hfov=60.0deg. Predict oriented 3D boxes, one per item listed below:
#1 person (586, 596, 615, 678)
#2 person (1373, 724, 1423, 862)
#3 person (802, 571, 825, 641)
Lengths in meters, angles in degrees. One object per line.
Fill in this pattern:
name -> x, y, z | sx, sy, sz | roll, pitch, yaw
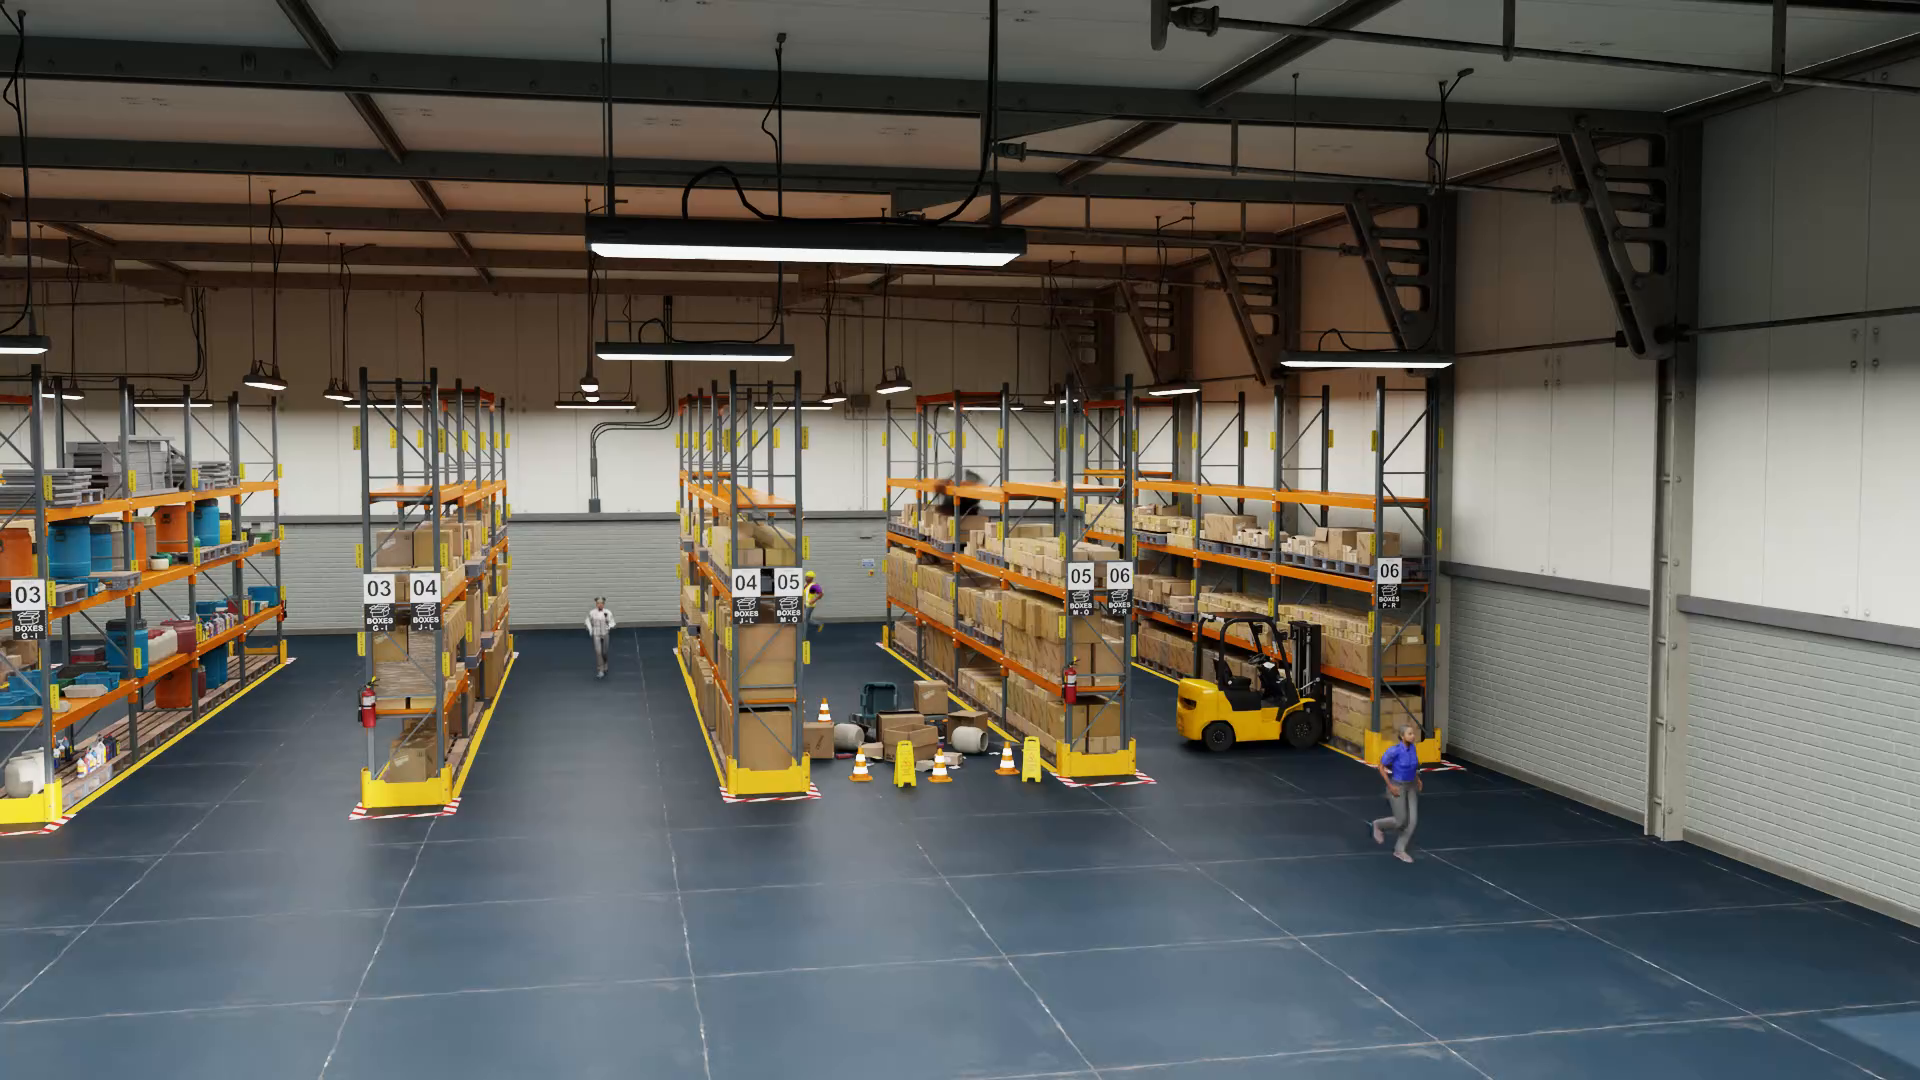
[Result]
person -> -7.683, 2.047, 35.545 | 0.620, 1.700, 0.753 | -1, 3, -13
person -> 5.300, 3.013, 20.010 | 0.596, 1.613, 0.549 | -2, 4, -33
person -> -3.758, 1.655, 41.629 | 0.881, 1.747, 0.701 | -2, 4, -29
